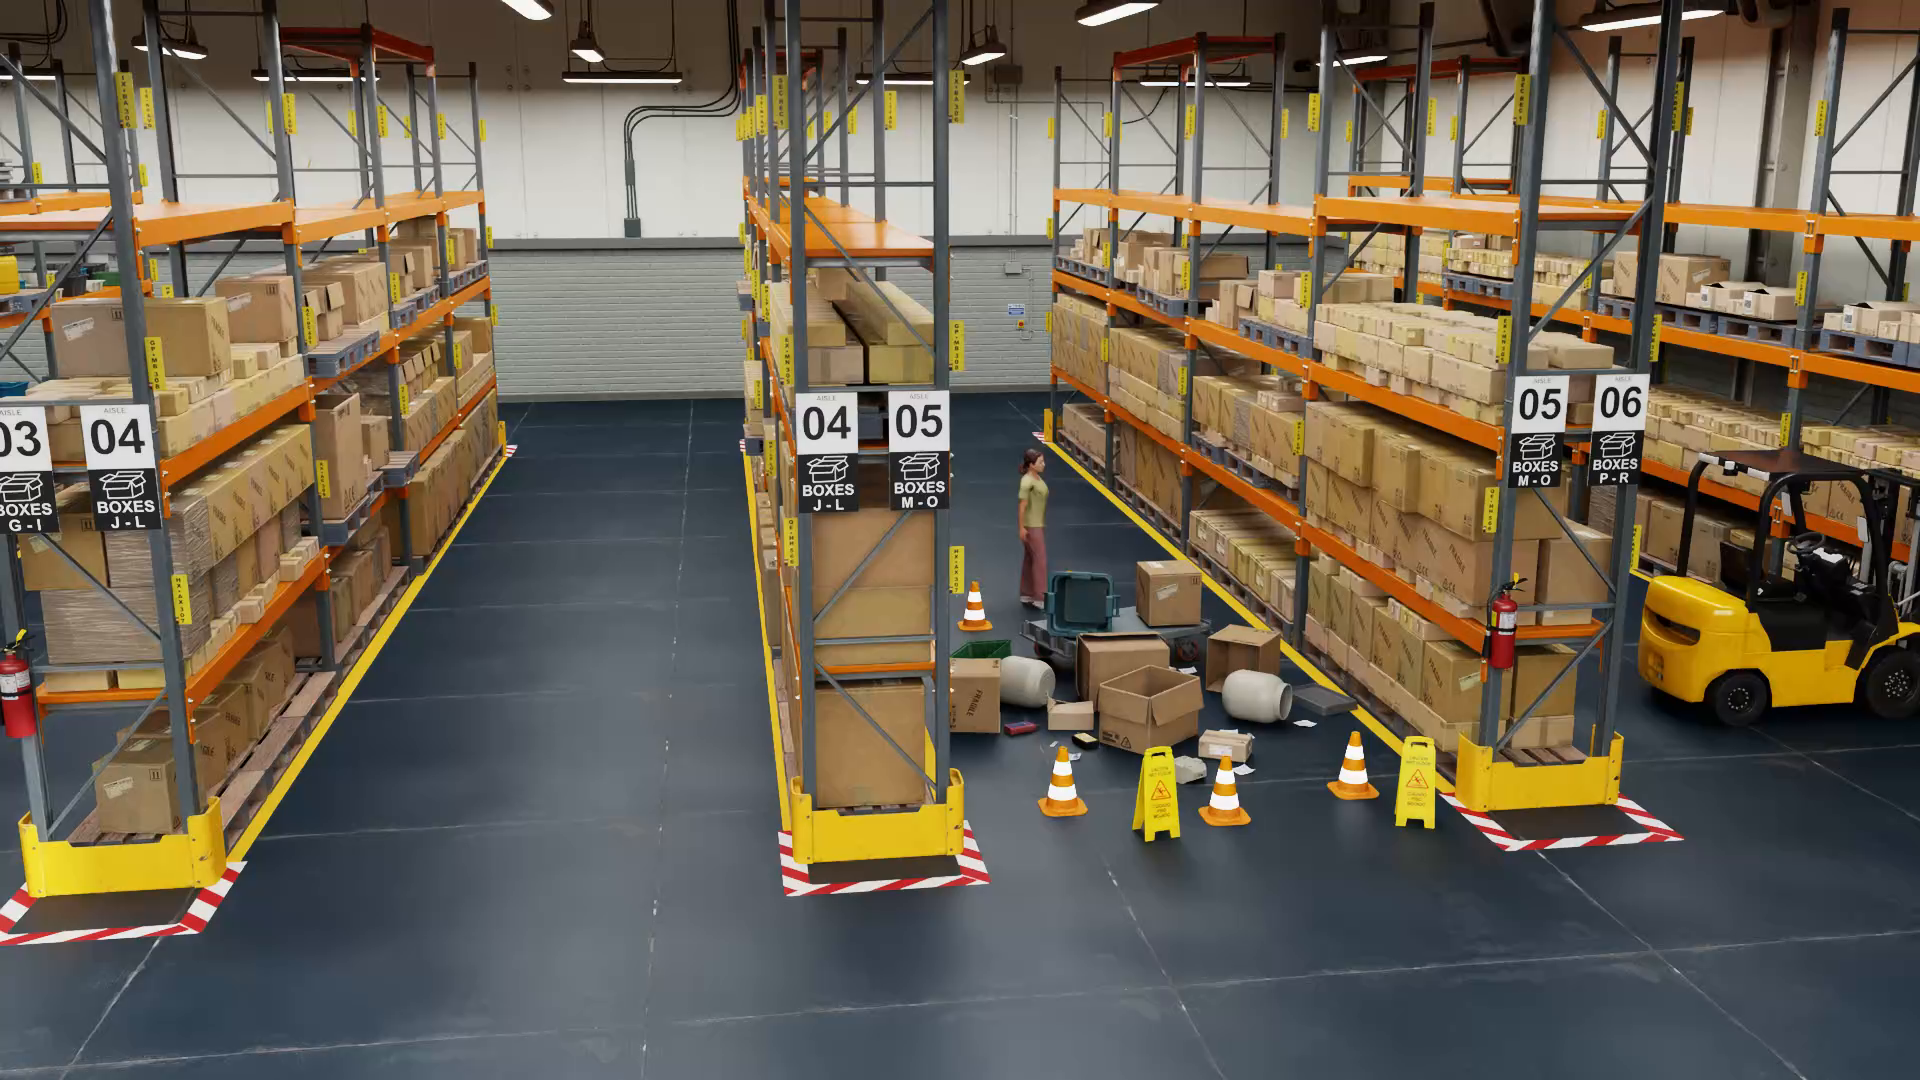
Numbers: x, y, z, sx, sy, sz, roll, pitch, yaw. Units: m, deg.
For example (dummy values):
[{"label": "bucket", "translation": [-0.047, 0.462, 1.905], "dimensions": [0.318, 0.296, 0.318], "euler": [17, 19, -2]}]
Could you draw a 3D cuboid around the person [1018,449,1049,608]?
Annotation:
[{"label": "person", "translation": [0.861, -0.124, 17.556], "dimensions": [0.519, 1.703, 0.471], "euler": [3, 14, 12]}]
